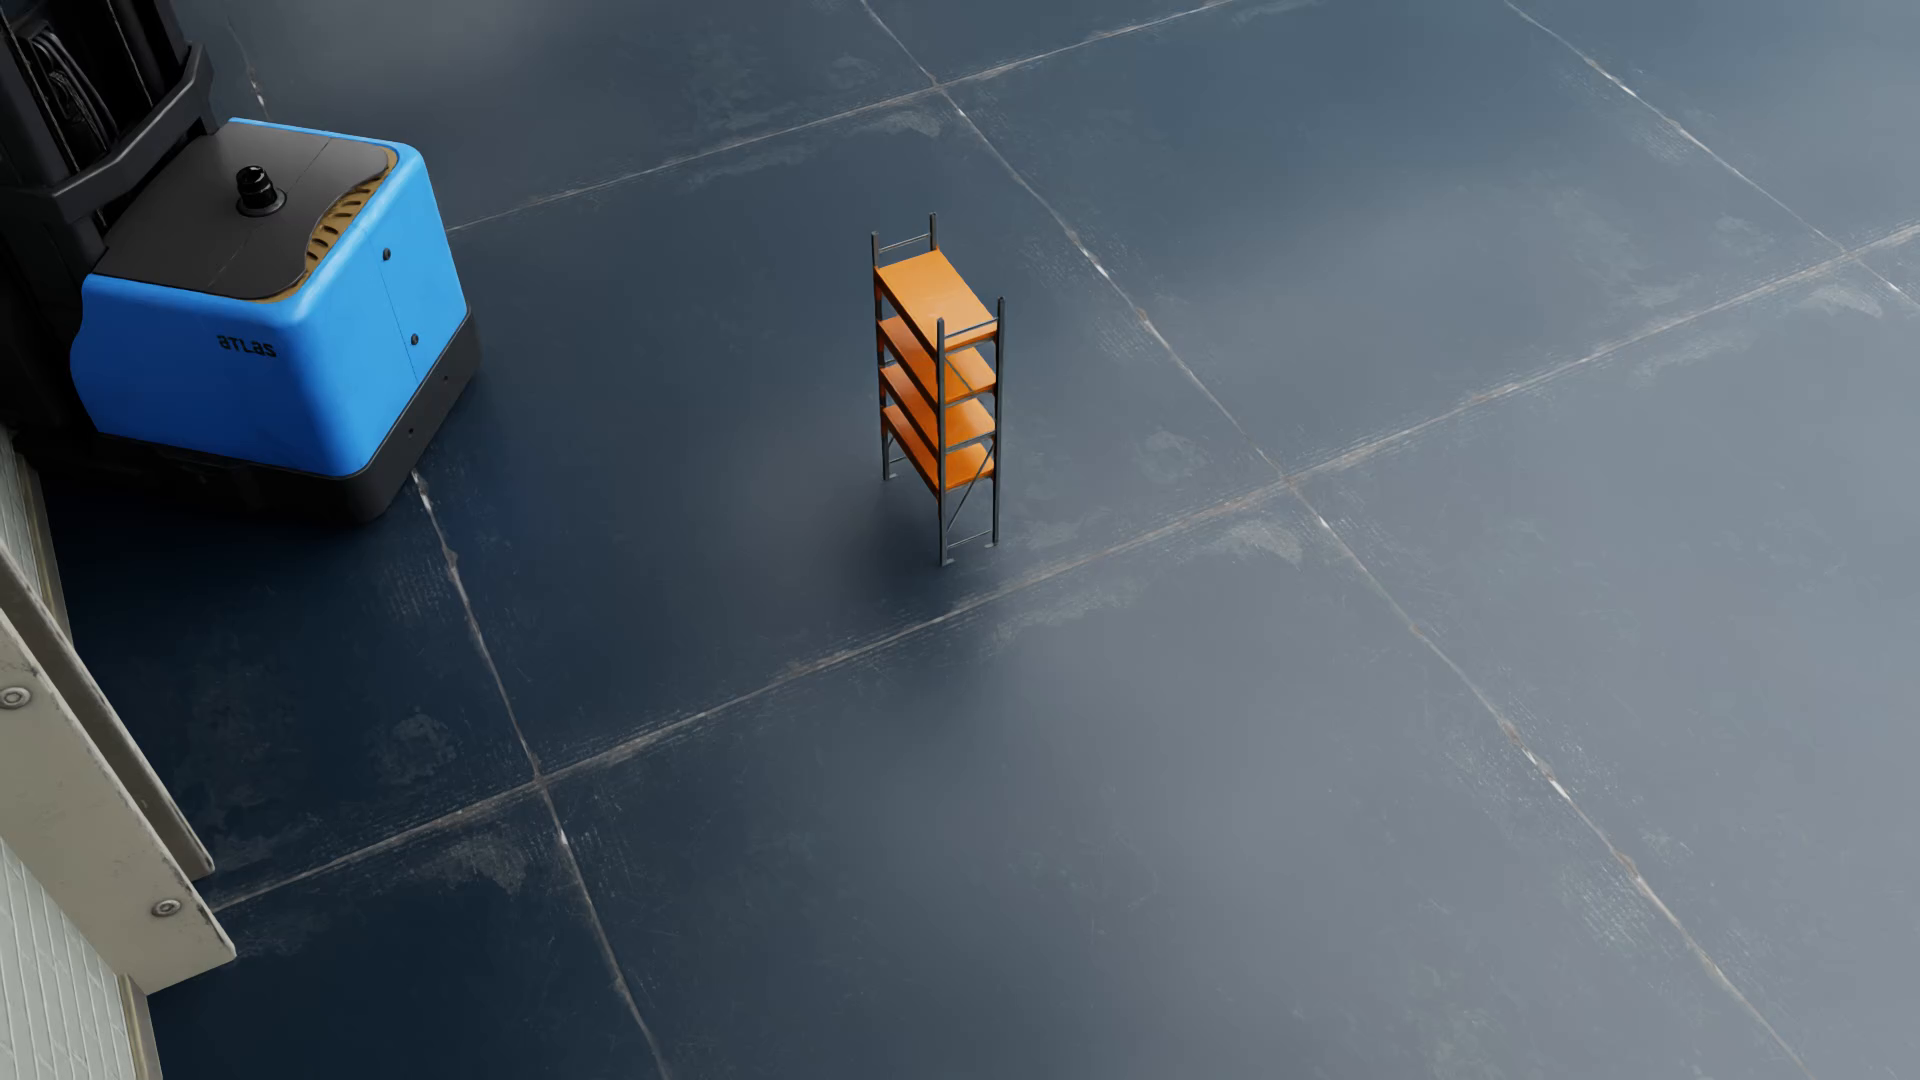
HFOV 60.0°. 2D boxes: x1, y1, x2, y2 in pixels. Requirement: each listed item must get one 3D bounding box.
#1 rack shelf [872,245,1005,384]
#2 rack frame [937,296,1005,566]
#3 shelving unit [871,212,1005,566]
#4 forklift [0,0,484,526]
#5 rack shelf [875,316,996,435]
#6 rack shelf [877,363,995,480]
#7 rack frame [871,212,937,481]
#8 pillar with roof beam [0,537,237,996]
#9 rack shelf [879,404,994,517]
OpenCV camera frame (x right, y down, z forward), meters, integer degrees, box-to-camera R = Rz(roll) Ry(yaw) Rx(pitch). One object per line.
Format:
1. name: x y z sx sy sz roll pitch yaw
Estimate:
1. rack shelf: -0.076 -0.765 5.599 0.258 0.148 0.480 -21 52 -18
2. rack frame: 0.036 -0.342 5.752 0.240 1.200 0.015 -21 52 -18
3. shelving unit: -0.076 -0.506 5.895 0.258 1.200 0.503 -21 52 -18
4. forklift: -3.526 -1.617 5.717 3.031 2.935 1.130 10 50 9
5. rack shelf: -0.076 -0.609 5.778 0.258 0.148 0.480 -21 52 -18
6. rack shelf: -0.076 -0.462 5.946 0.258 0.148 0.480 -21 52 -18
7. rack frame: -0.187 -0.669 6.038 0.240 1.200 0.015 -21 52 -18
8. pillar with roof beam: 1.372 -3.237 3.103 9.100 9.000 0.400 -21 52 -18
9. rack shelf: -0.076 -0.331 6.095 0.258 0.148 0.480 -21 52 -18
